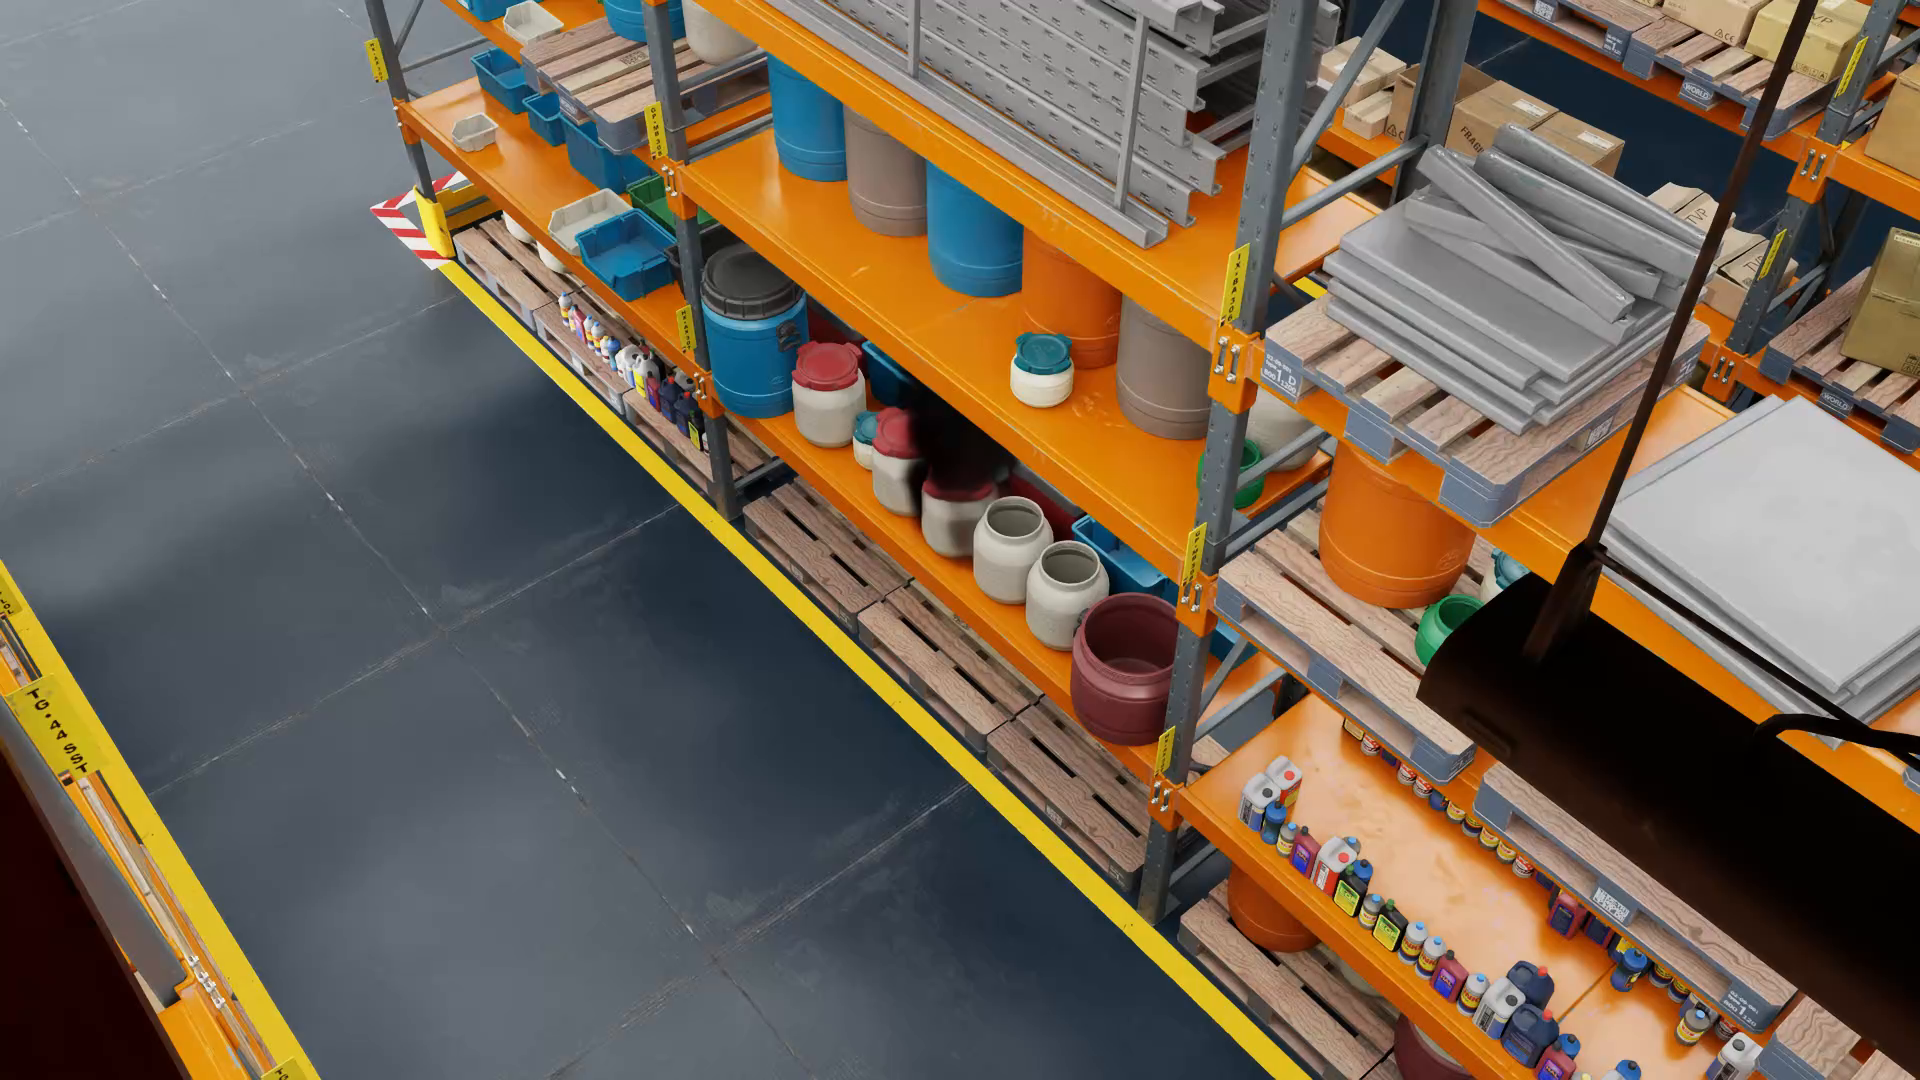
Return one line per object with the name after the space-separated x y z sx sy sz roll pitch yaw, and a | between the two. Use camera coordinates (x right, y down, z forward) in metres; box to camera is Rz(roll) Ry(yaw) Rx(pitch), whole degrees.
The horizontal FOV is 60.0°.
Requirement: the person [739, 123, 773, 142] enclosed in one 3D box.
-1.564 -3.245 12.865 0.655 1.787 1.137 -25 51 -22 | person
